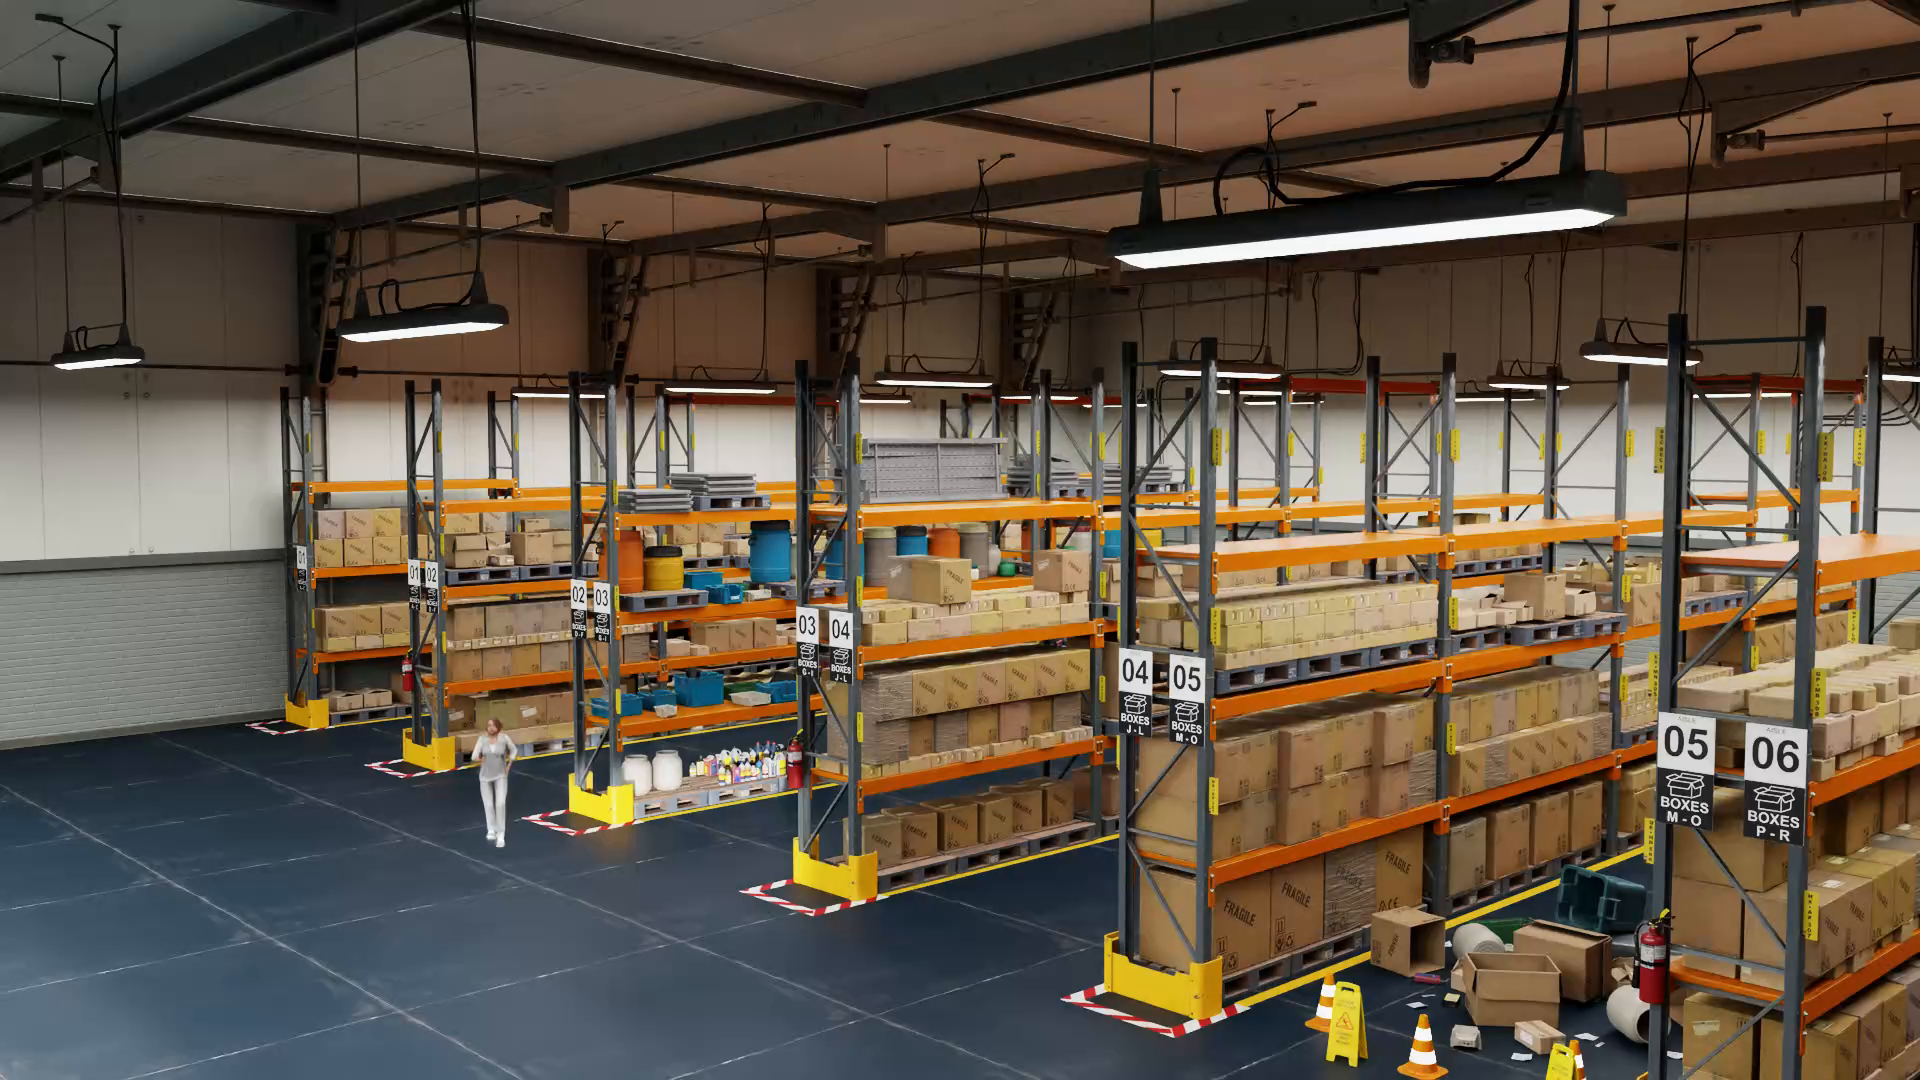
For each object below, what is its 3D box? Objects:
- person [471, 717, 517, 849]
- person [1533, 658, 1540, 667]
[{"bbox_3d":[-5.861,3.036,20.879,0.535,1.645,0.634,0,4,-6],"label":"person"},{"bbox_3d":[9.217,2.631,26.465,0.568,1.641,0.933,4,5,44],"label":"person"}]
